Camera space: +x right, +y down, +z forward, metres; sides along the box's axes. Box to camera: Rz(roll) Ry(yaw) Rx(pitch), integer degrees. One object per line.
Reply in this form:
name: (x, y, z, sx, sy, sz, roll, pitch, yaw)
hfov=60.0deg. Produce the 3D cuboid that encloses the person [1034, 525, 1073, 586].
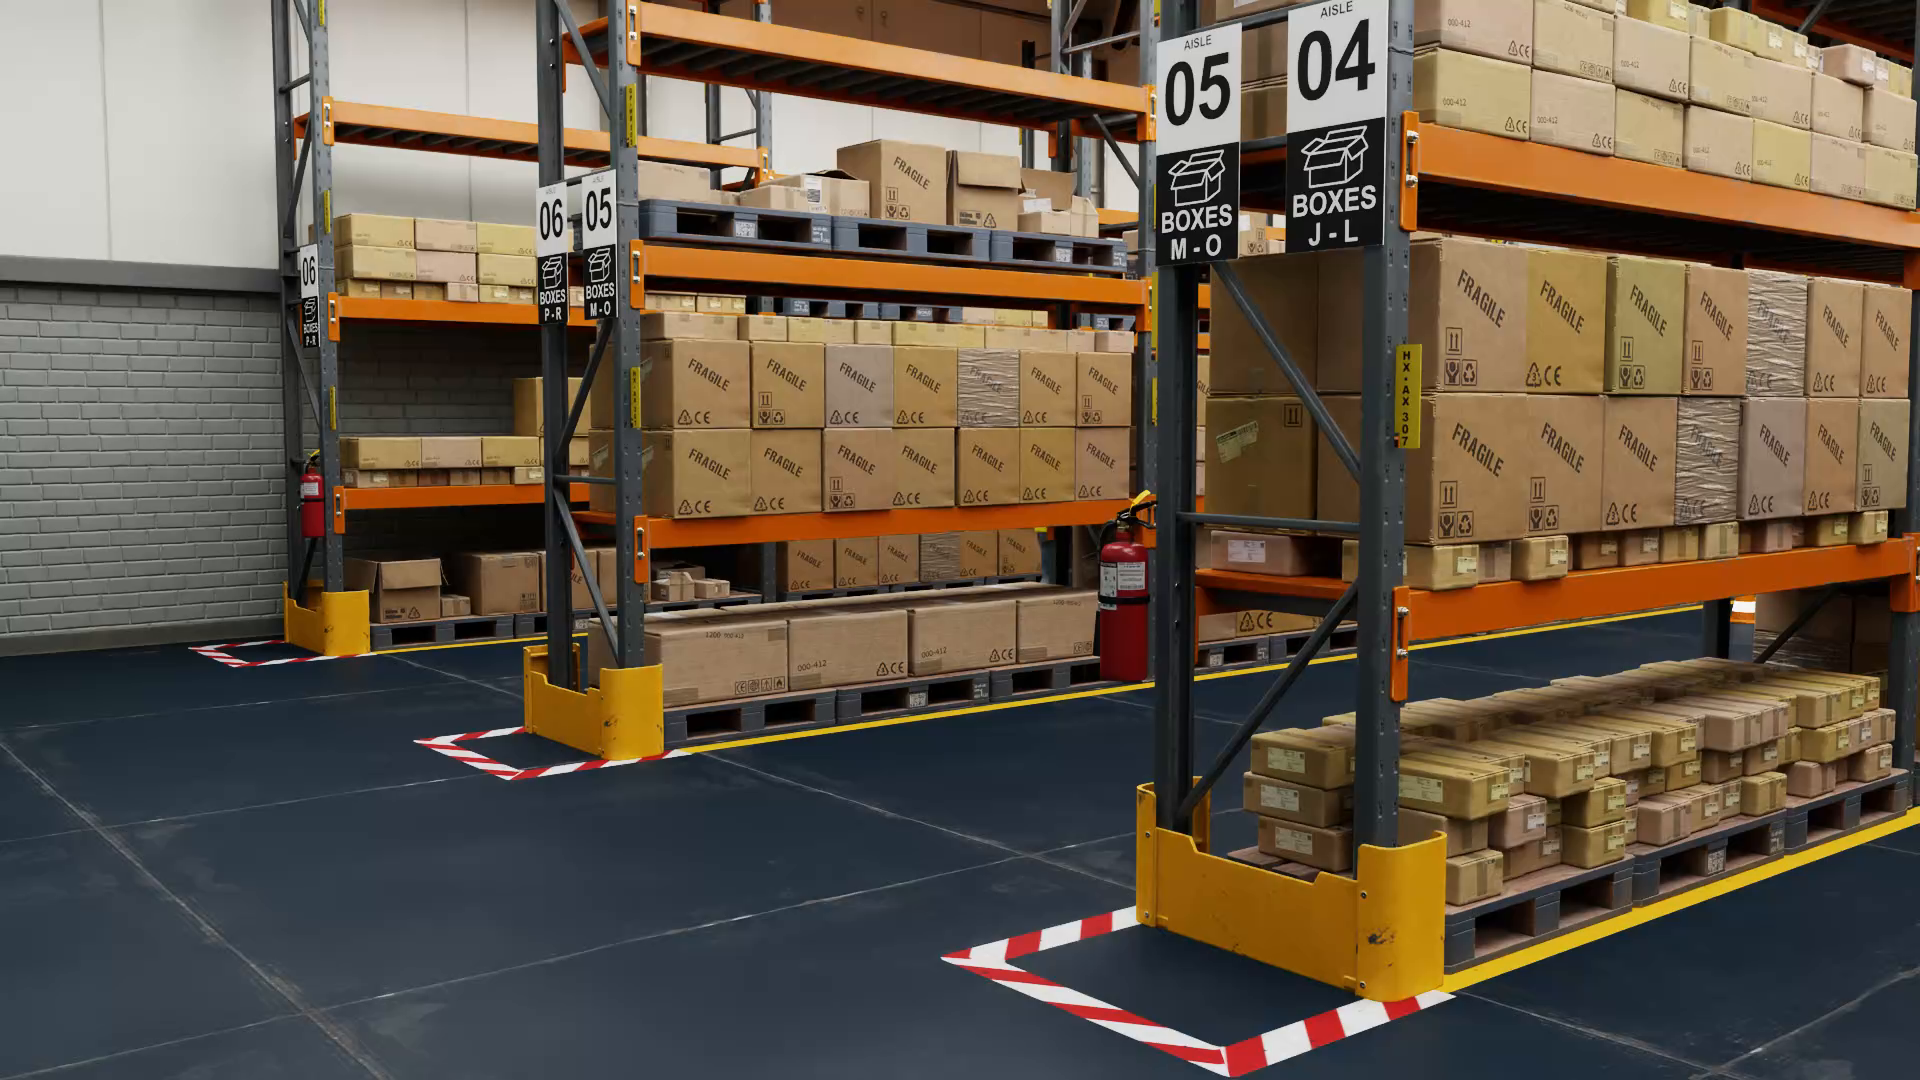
person: (0.823, -0.064, 14.233, 0.363, 1.760, 0.567, -3, 5, -38)
